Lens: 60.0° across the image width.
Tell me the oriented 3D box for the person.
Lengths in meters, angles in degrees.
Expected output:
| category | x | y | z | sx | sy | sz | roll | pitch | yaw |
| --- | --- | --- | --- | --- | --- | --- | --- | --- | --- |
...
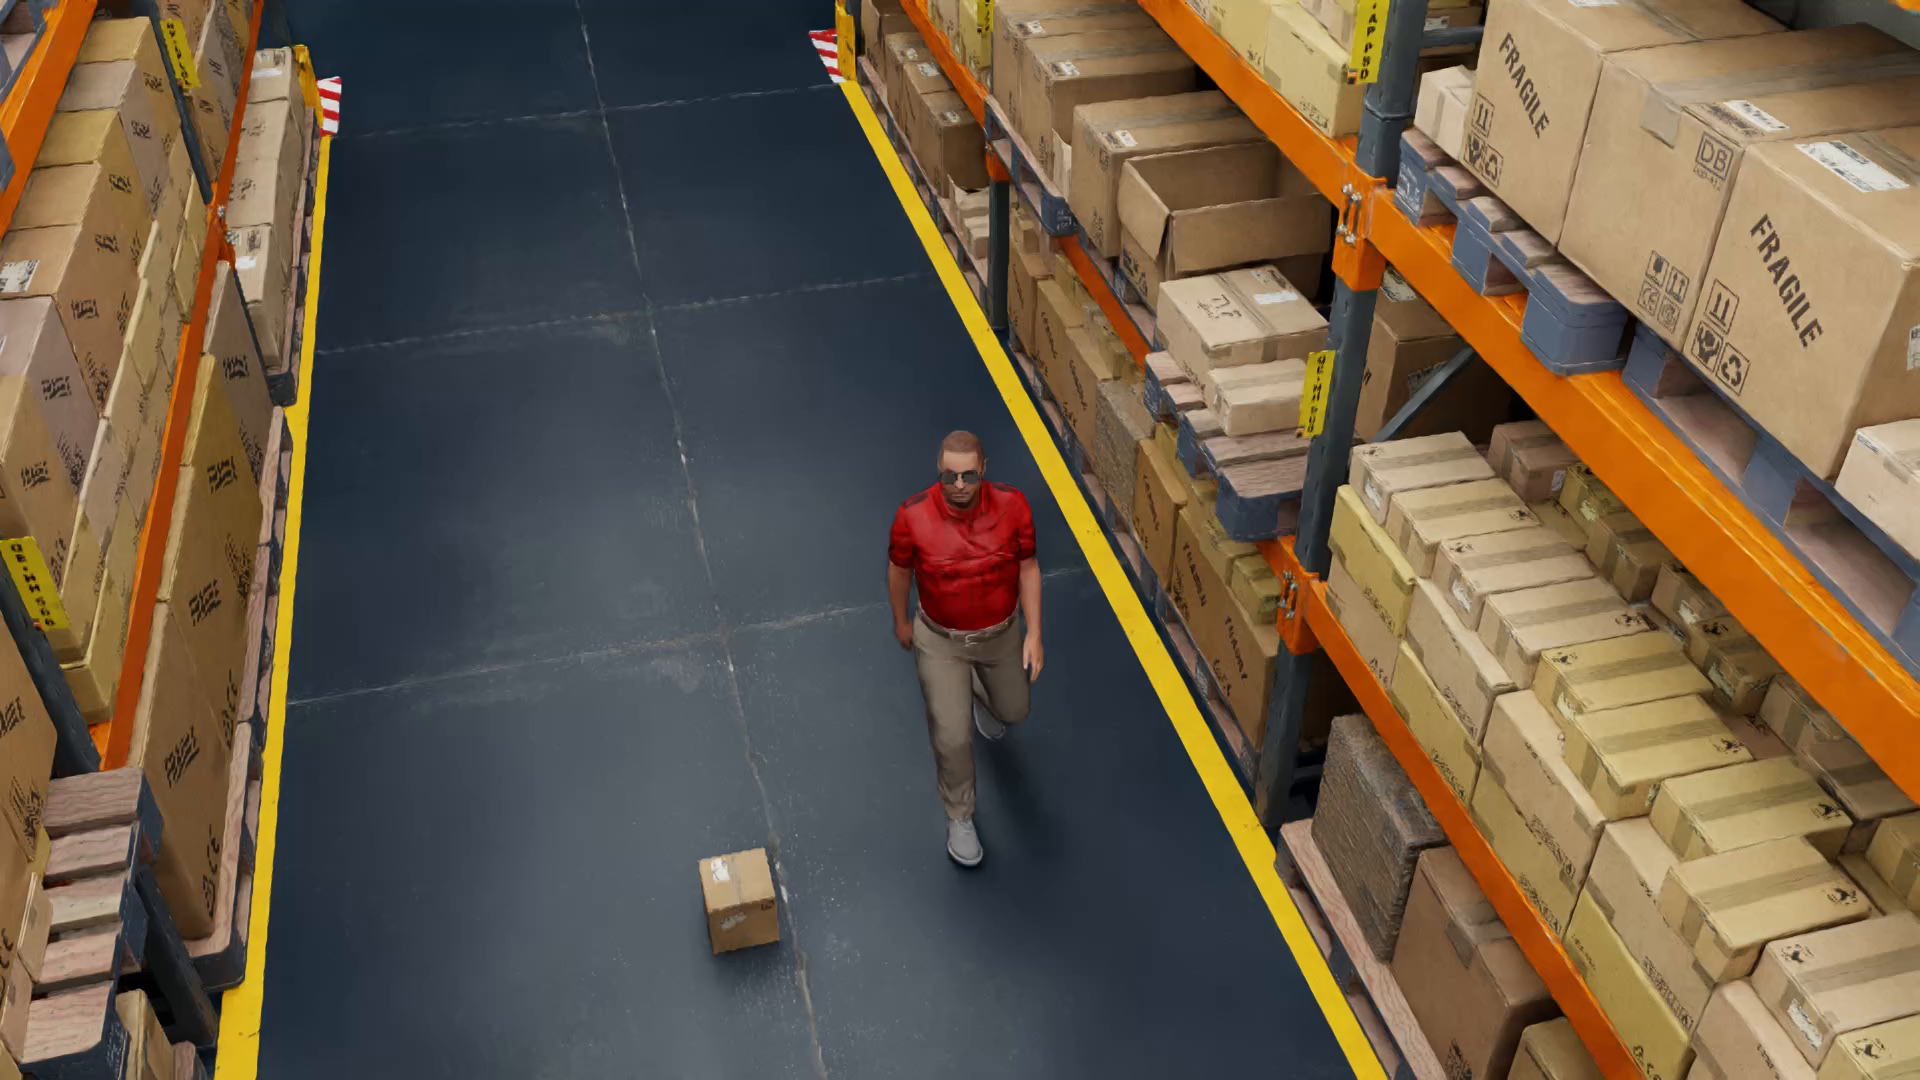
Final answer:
| category | x | y | z | sx | sy | sz | roll | pitch | yaw |
| --- | --- | --- | --- | --- | --- | --- | --- | --- | --- |
| person | 0.030 | 0.344 | 6.287 | 0.550 | 1.682 | 0.870 | -8 | 39 | -11 |
